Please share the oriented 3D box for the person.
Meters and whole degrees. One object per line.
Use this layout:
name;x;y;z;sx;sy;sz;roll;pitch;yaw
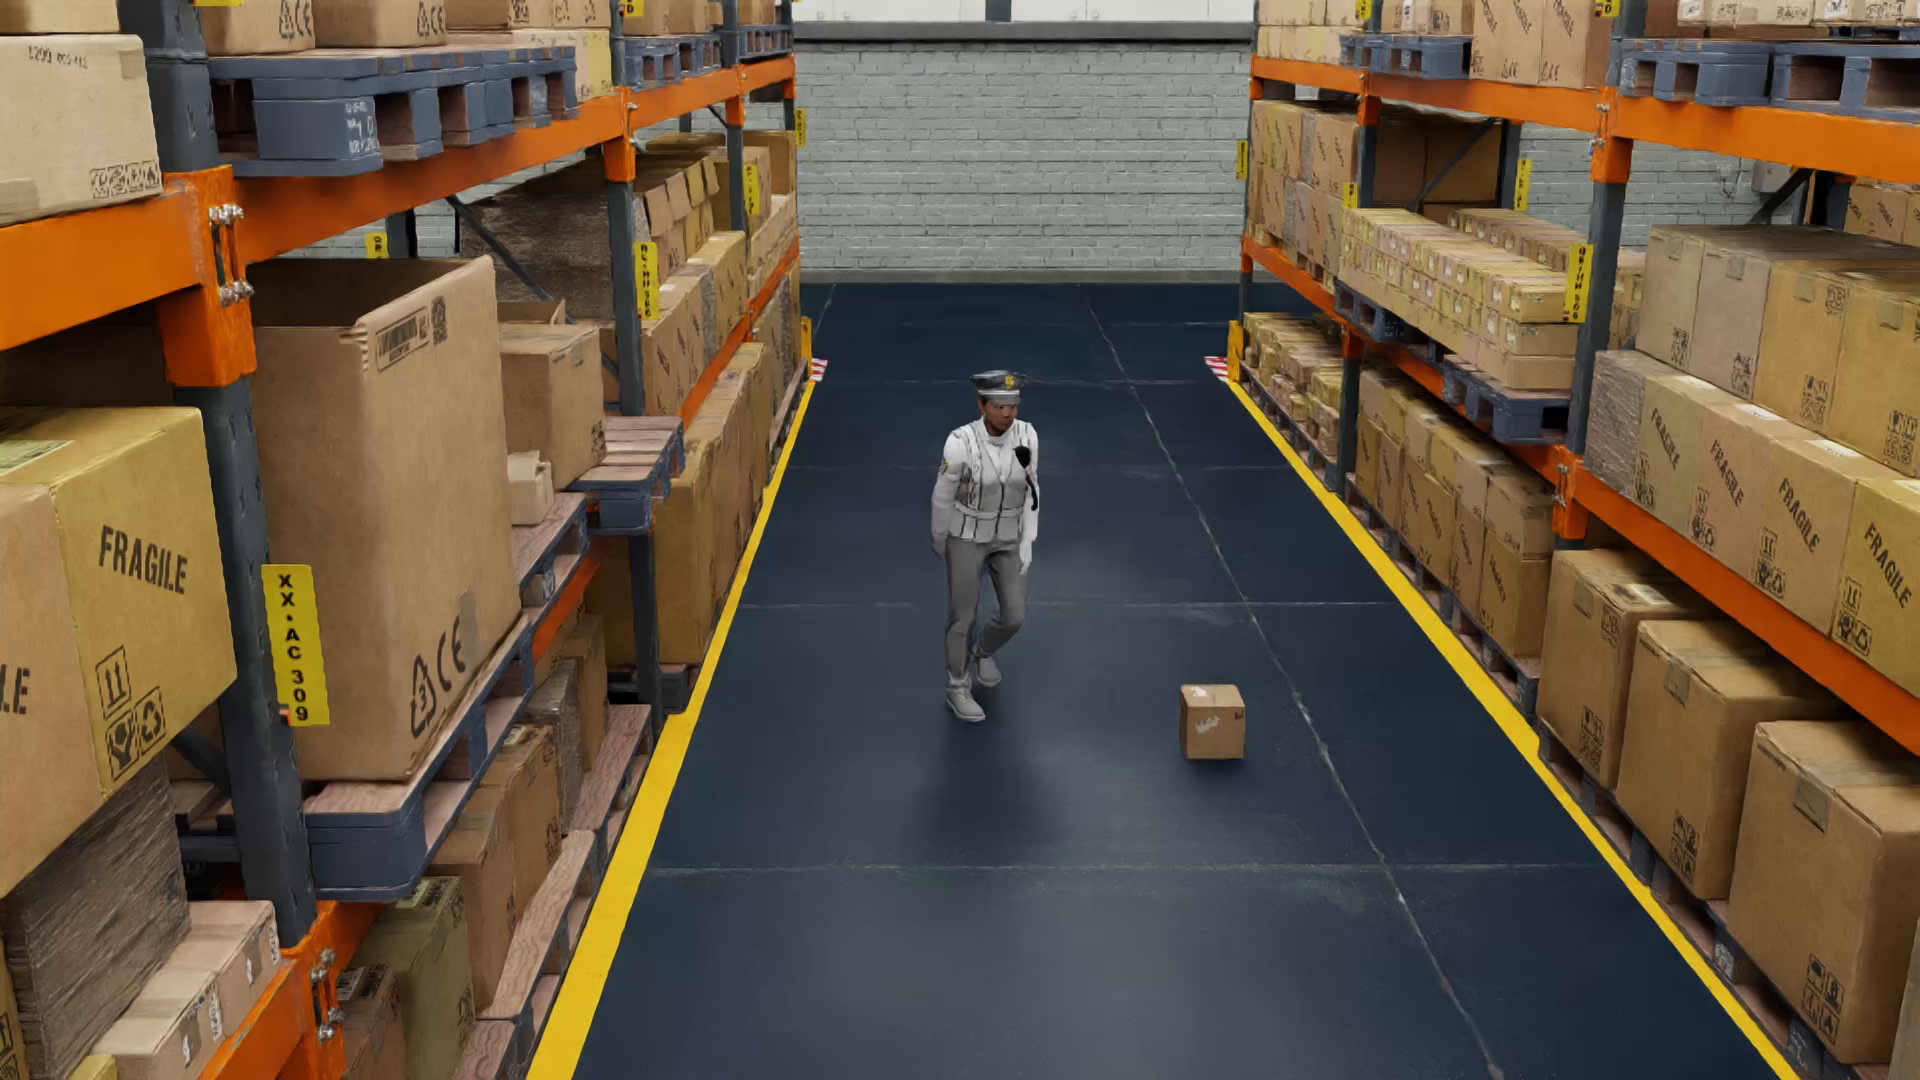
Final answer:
person;0.110;0.003;7.558;0.493;1.652;0.601;-7;19;-22
